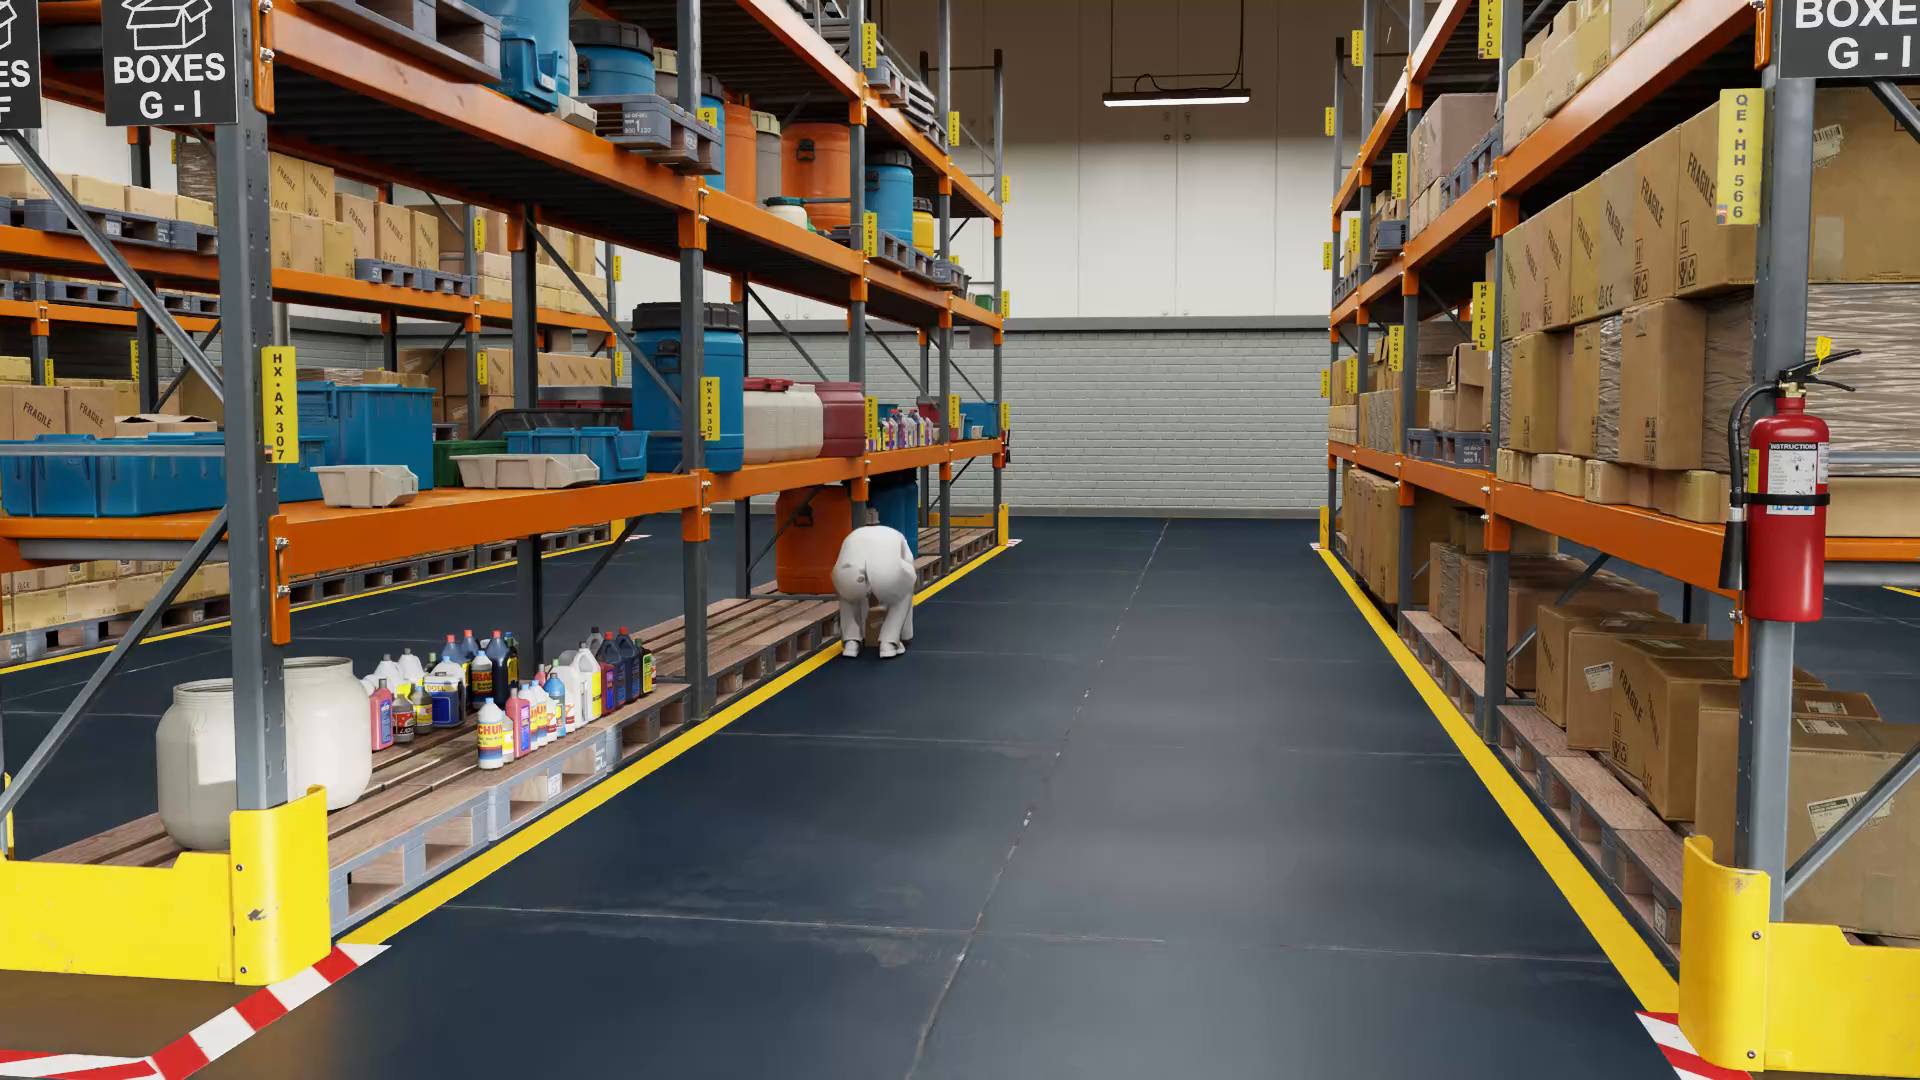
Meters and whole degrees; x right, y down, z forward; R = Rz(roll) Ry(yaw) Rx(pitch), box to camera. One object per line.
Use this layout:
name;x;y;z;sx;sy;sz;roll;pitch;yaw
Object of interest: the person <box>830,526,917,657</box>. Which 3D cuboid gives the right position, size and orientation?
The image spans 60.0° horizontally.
person;-0.568;0.338;11.270;0.591;0.885;0.957;1;4;7
